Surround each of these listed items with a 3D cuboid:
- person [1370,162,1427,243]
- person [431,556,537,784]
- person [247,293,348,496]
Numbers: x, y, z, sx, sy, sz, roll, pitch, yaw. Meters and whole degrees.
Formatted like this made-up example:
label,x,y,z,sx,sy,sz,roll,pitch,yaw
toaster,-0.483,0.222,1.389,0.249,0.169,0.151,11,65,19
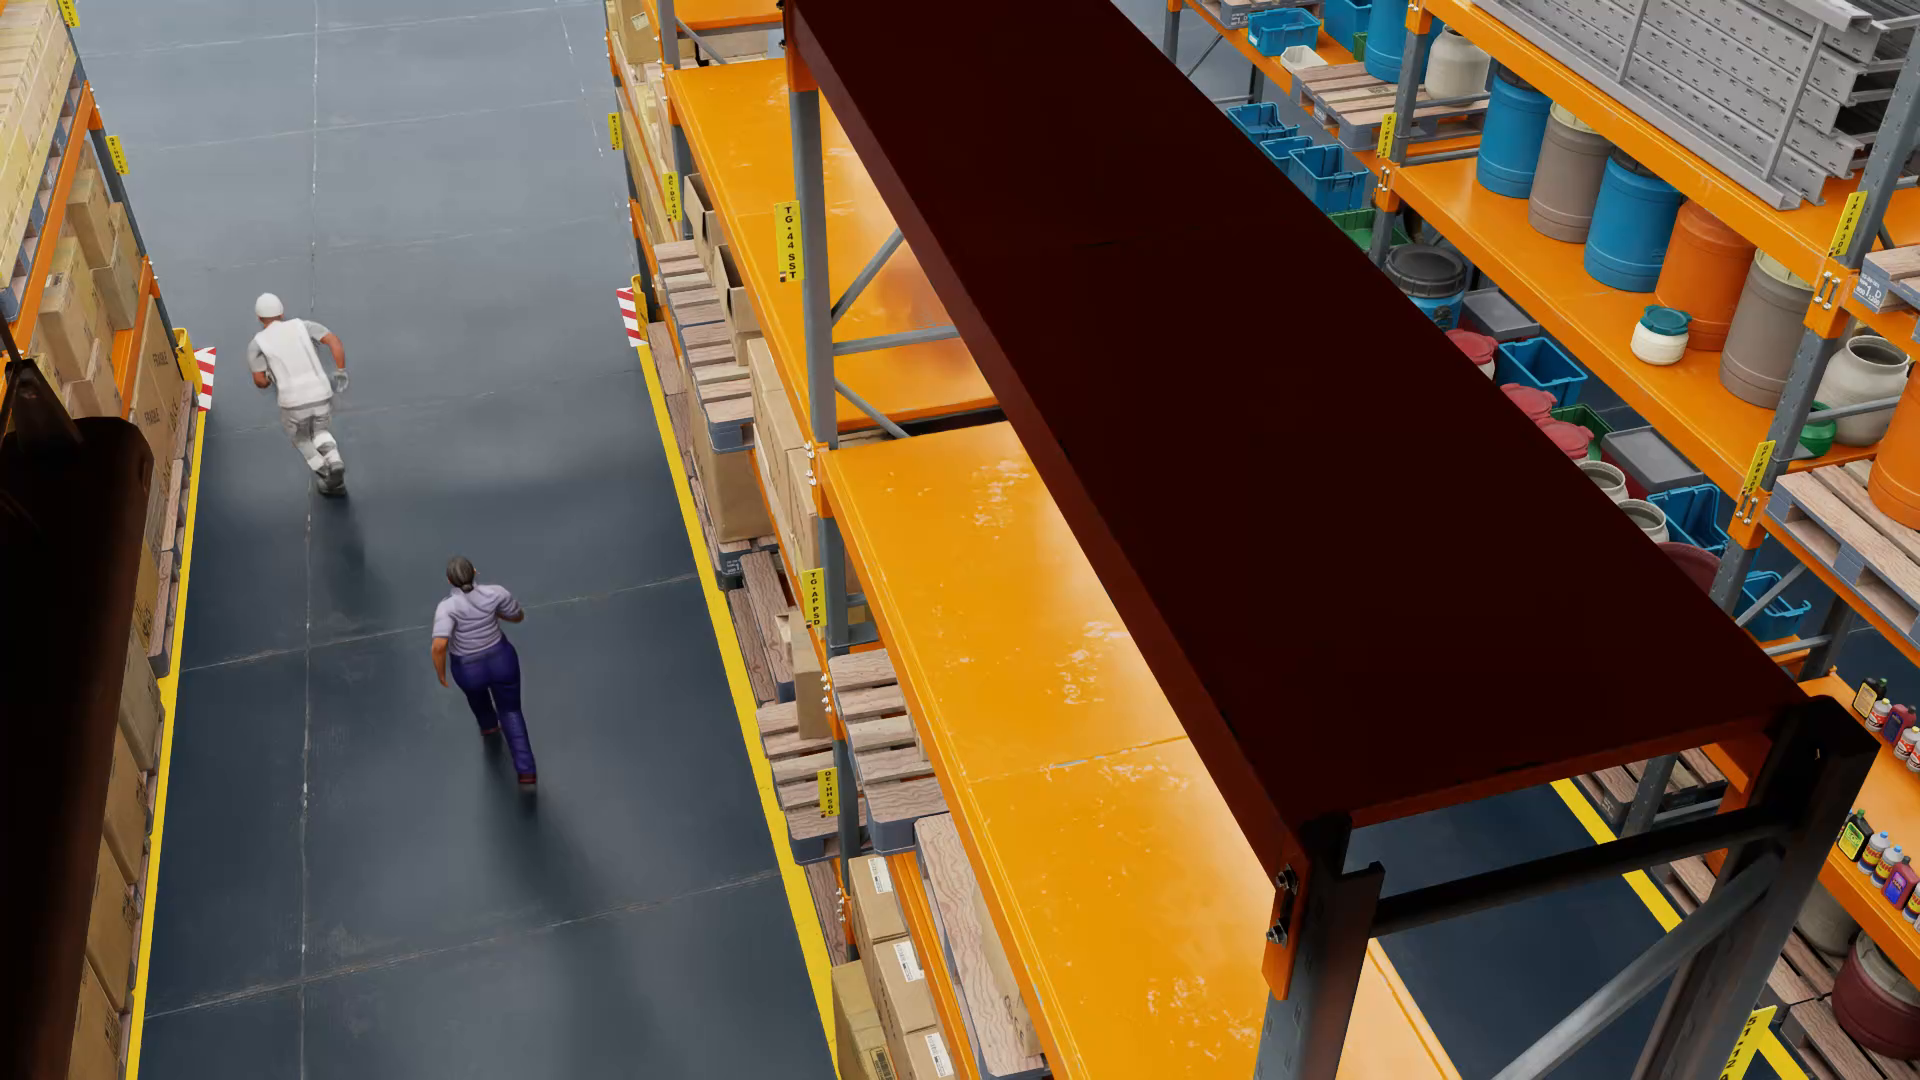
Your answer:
label,x,y,z,sx,sy,sz,roll,pitch,yaw
person,4.140,-3.192,15.421,0.668,1.830,0.950,-14,40,-17
person,-2.972,0.839,10.464,0.628,1.686,0.933,-20,42,-23
person,-5.081,-1.112,12.972,0.686,1.583,0.897,-25,45,-28
